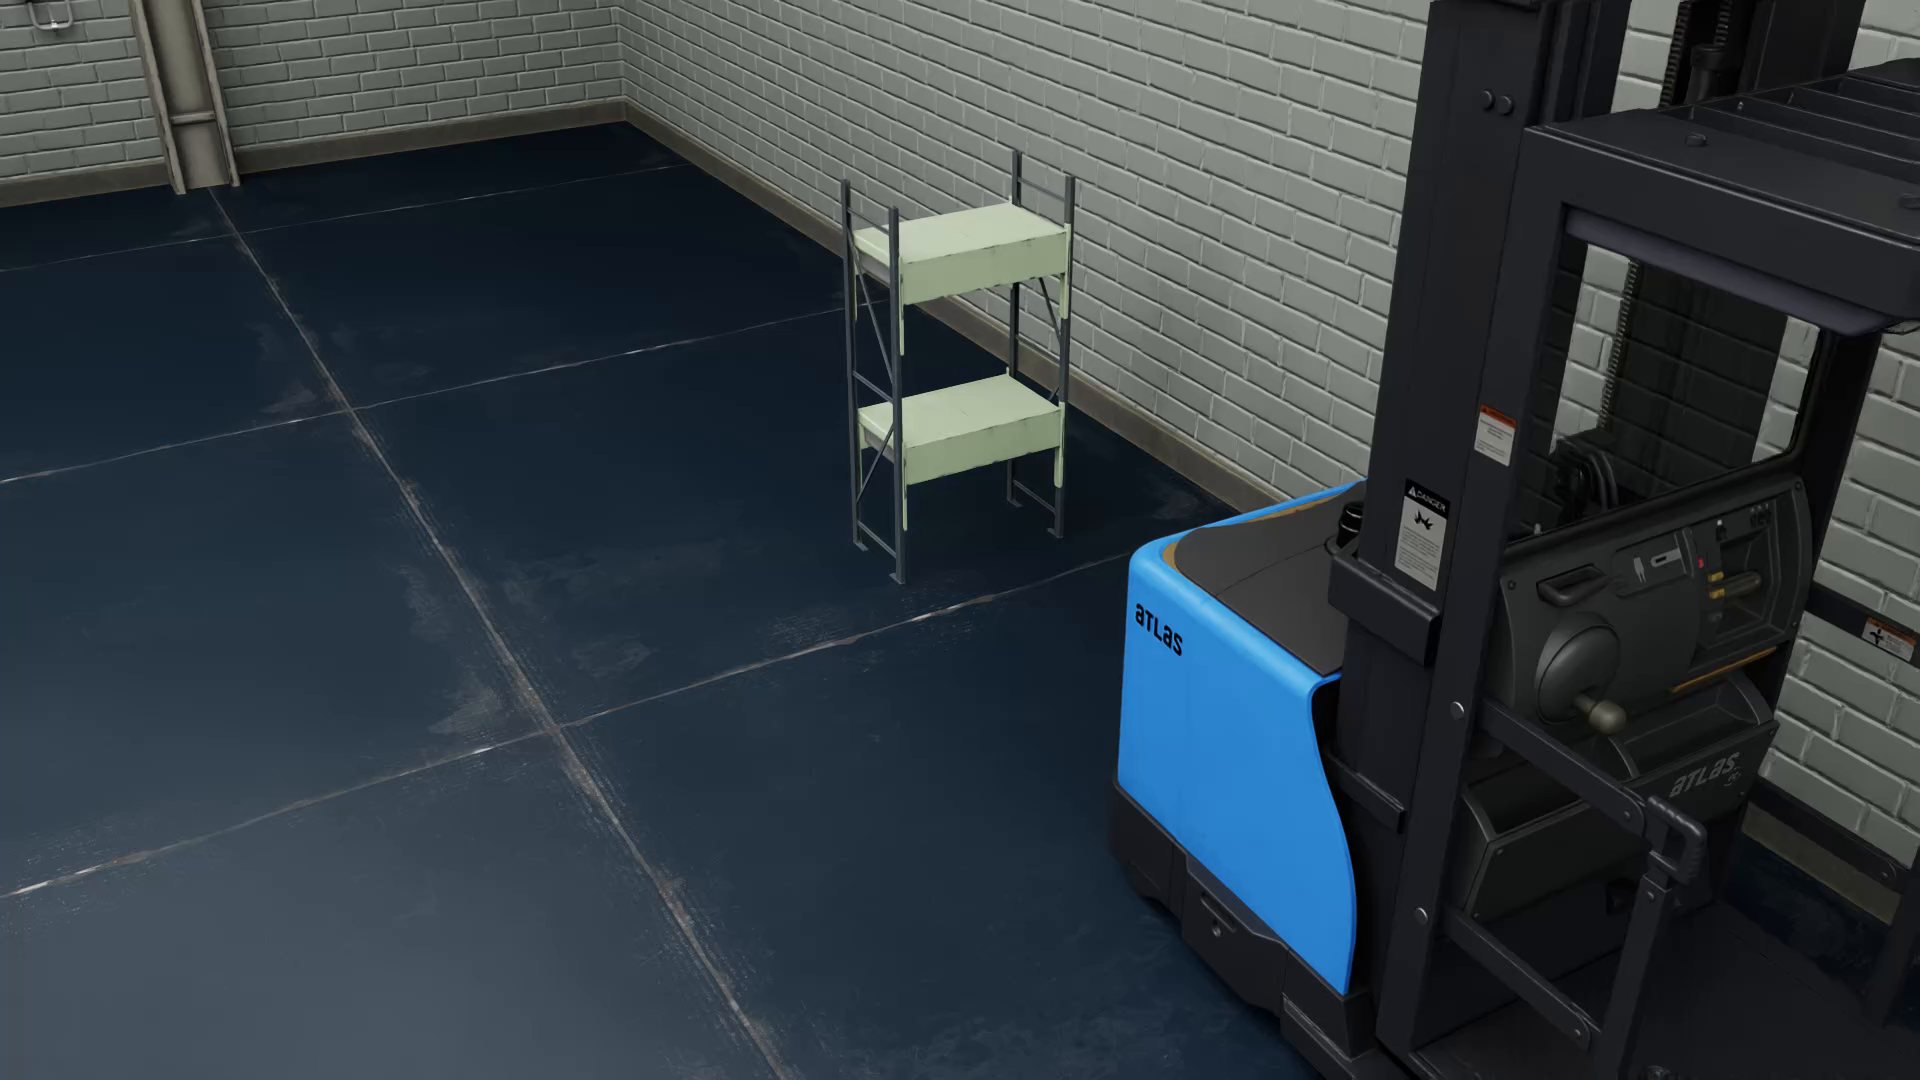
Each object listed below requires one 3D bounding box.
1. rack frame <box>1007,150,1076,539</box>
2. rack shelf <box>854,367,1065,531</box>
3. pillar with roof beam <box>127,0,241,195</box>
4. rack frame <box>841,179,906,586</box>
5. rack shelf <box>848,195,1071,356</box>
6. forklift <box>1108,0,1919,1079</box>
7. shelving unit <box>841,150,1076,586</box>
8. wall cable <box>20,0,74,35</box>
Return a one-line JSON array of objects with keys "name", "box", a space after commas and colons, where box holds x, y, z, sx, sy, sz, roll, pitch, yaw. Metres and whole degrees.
[{"name": "rack frame", "box": [0.310, -0.745, 6.547, 0.023, 1.500, 0.400, -16, 33, -26]}, {"name": "rack shelf", "box": [-0.006, -0.370, 6.542, 0.720, 0.370, 0.431, -16, 33, -26]}, {"name": "pillar with roof beam", "box": [-2.821, -4.506, 5.602, 0.400, 9.000, 9.100, -16, 33, -26]}, {"name": "rack frame", "box": [-0.321, -0.565, 6.222, 0.023, 1.500, 0.400, -16, 33, -26]}, {"name": "rack shelf", "box": [-0.006, -0.997, 6.196, 0.720, 0.370, 0.431, -16, 33, -26]}, {"name": "forklift", "box": [1.607, 0.176, 3.397, 1.130, 2.935, 3.031, -15, 32, -26]}, {"name": "shelving unit", "box": [-0.006, -0.655, 6.385, 0.755, 1.500, 0.431, -16, 33, -26]}, {"name": "wall cable", "box": [-6.267, -3.804, 9.487, 1.851, 1.984, 0.084, -16, 33, -26]}]
